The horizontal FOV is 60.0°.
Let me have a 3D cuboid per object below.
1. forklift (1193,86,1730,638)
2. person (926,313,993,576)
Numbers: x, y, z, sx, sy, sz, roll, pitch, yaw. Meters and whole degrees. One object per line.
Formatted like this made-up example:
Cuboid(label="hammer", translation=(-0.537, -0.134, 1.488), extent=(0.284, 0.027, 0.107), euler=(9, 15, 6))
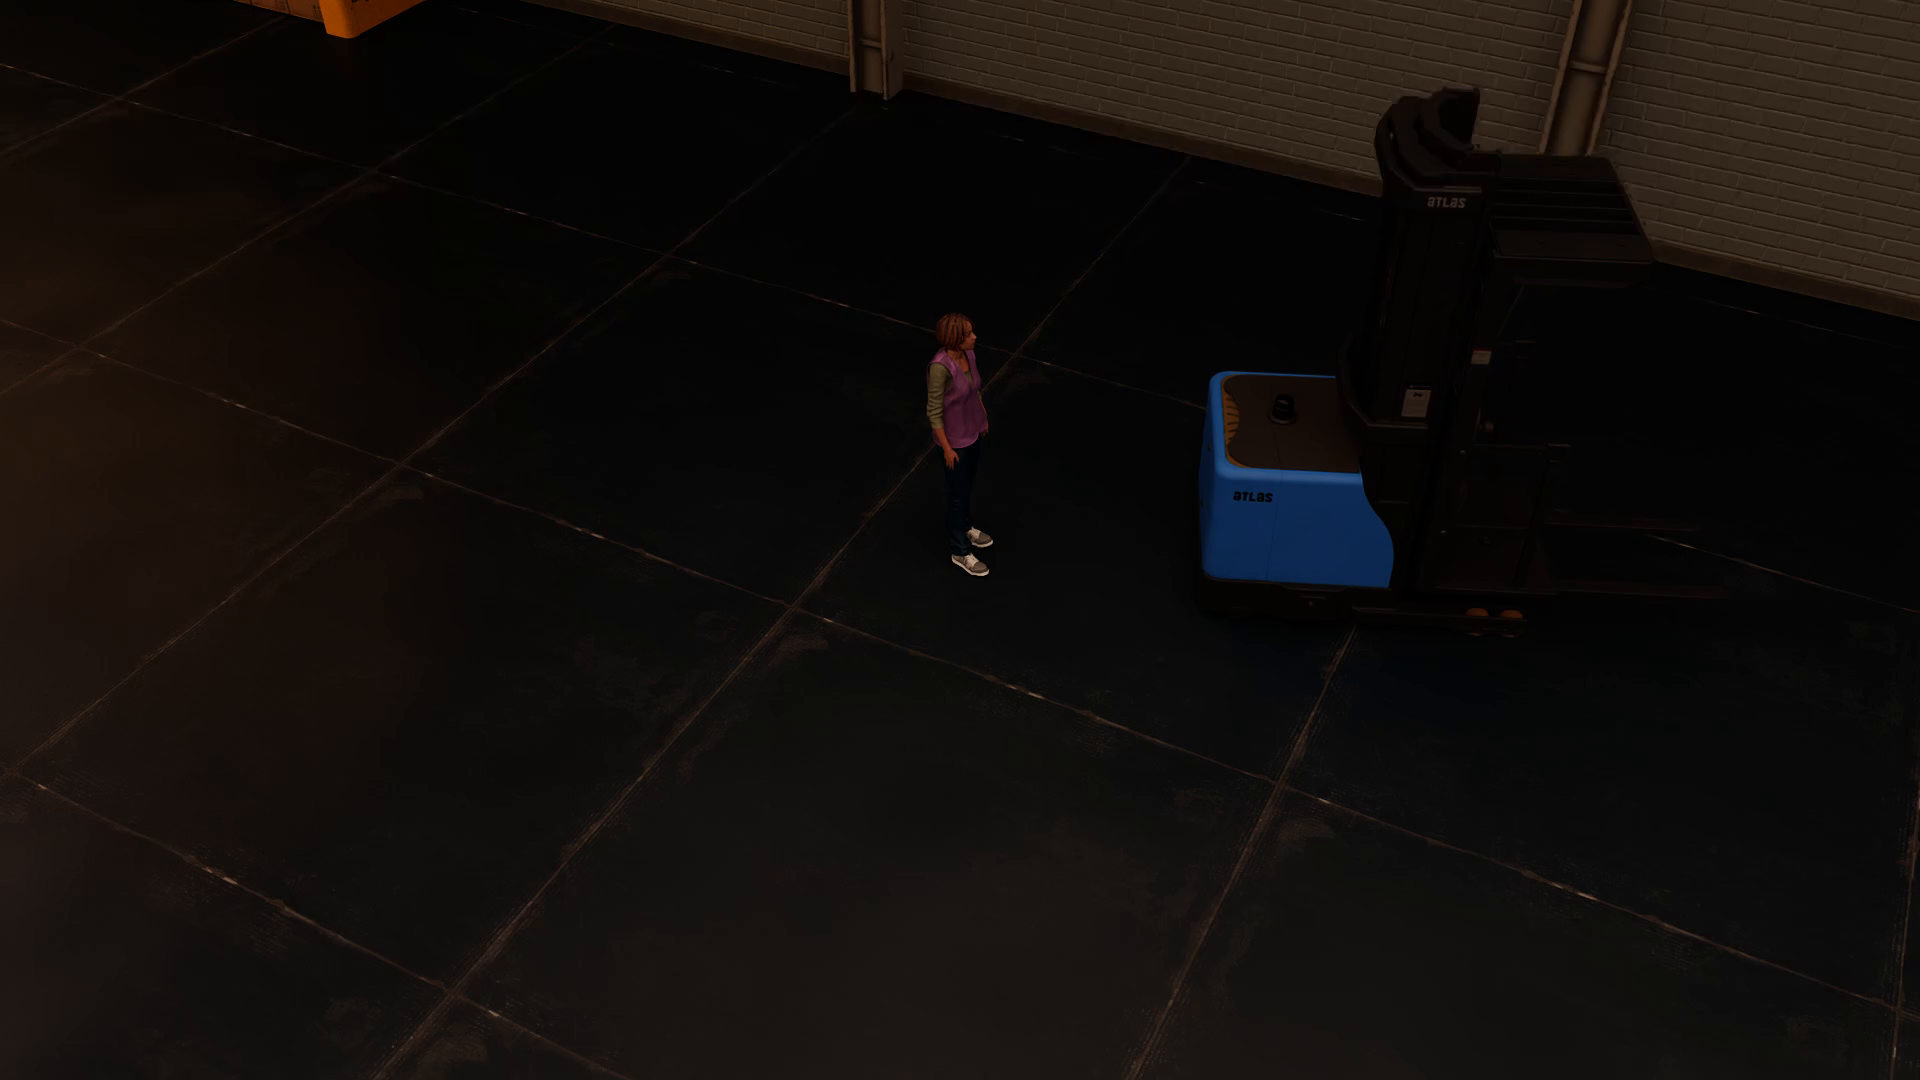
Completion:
Cuboid(label="forklift", translation=(2.929, -0.916, 9.074), extent=(3.031, 2.935, 1.130), euler=(3, 40, 4))
Cuboid(label="person", translation=(0.059, -0.586, 9.707), extent=(0.476, 1.596, 0.520), euler=(18, 43, 21))
